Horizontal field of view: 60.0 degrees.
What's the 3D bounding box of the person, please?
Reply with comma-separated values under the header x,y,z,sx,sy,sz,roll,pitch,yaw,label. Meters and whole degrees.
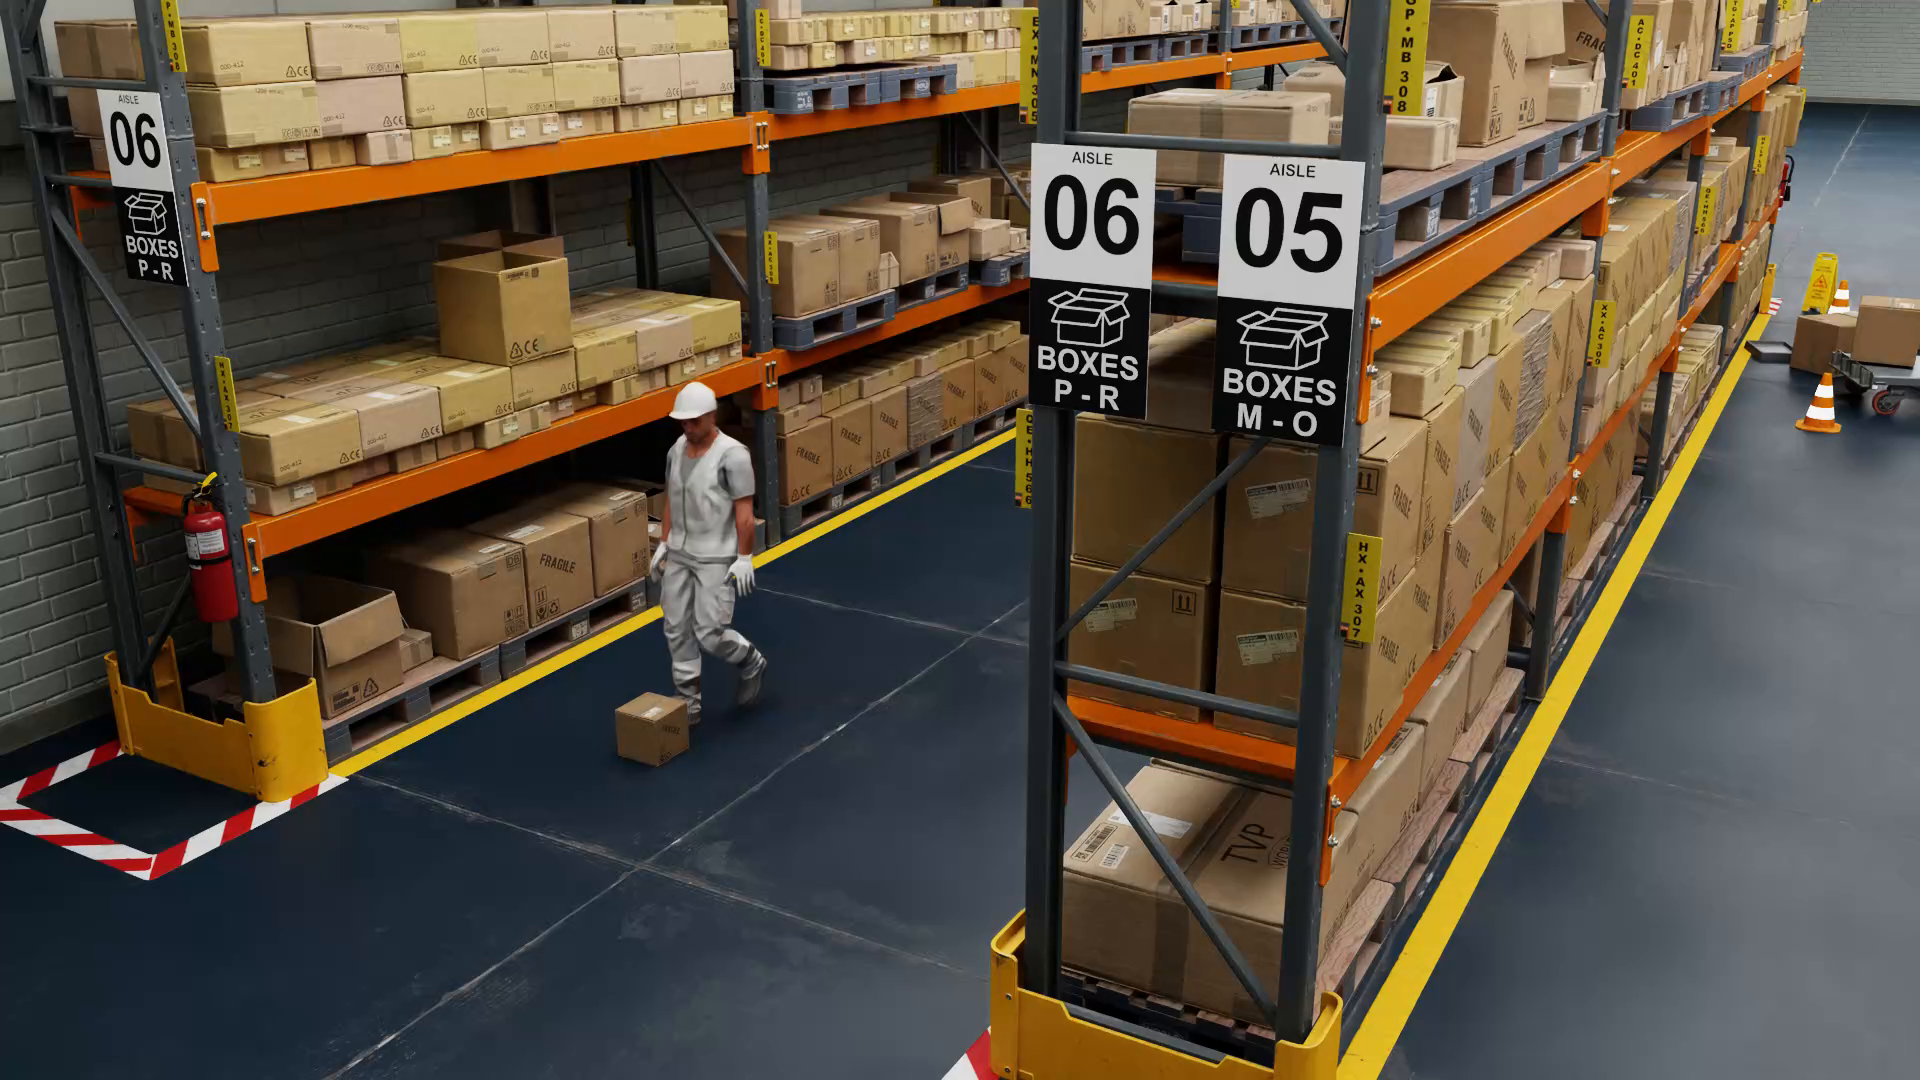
x,y,z,sx,sy,sz,roll,pitch,yaw,label
-1.300,0.093,8.299,0.617,1.765,0.679,14,23,34,person
